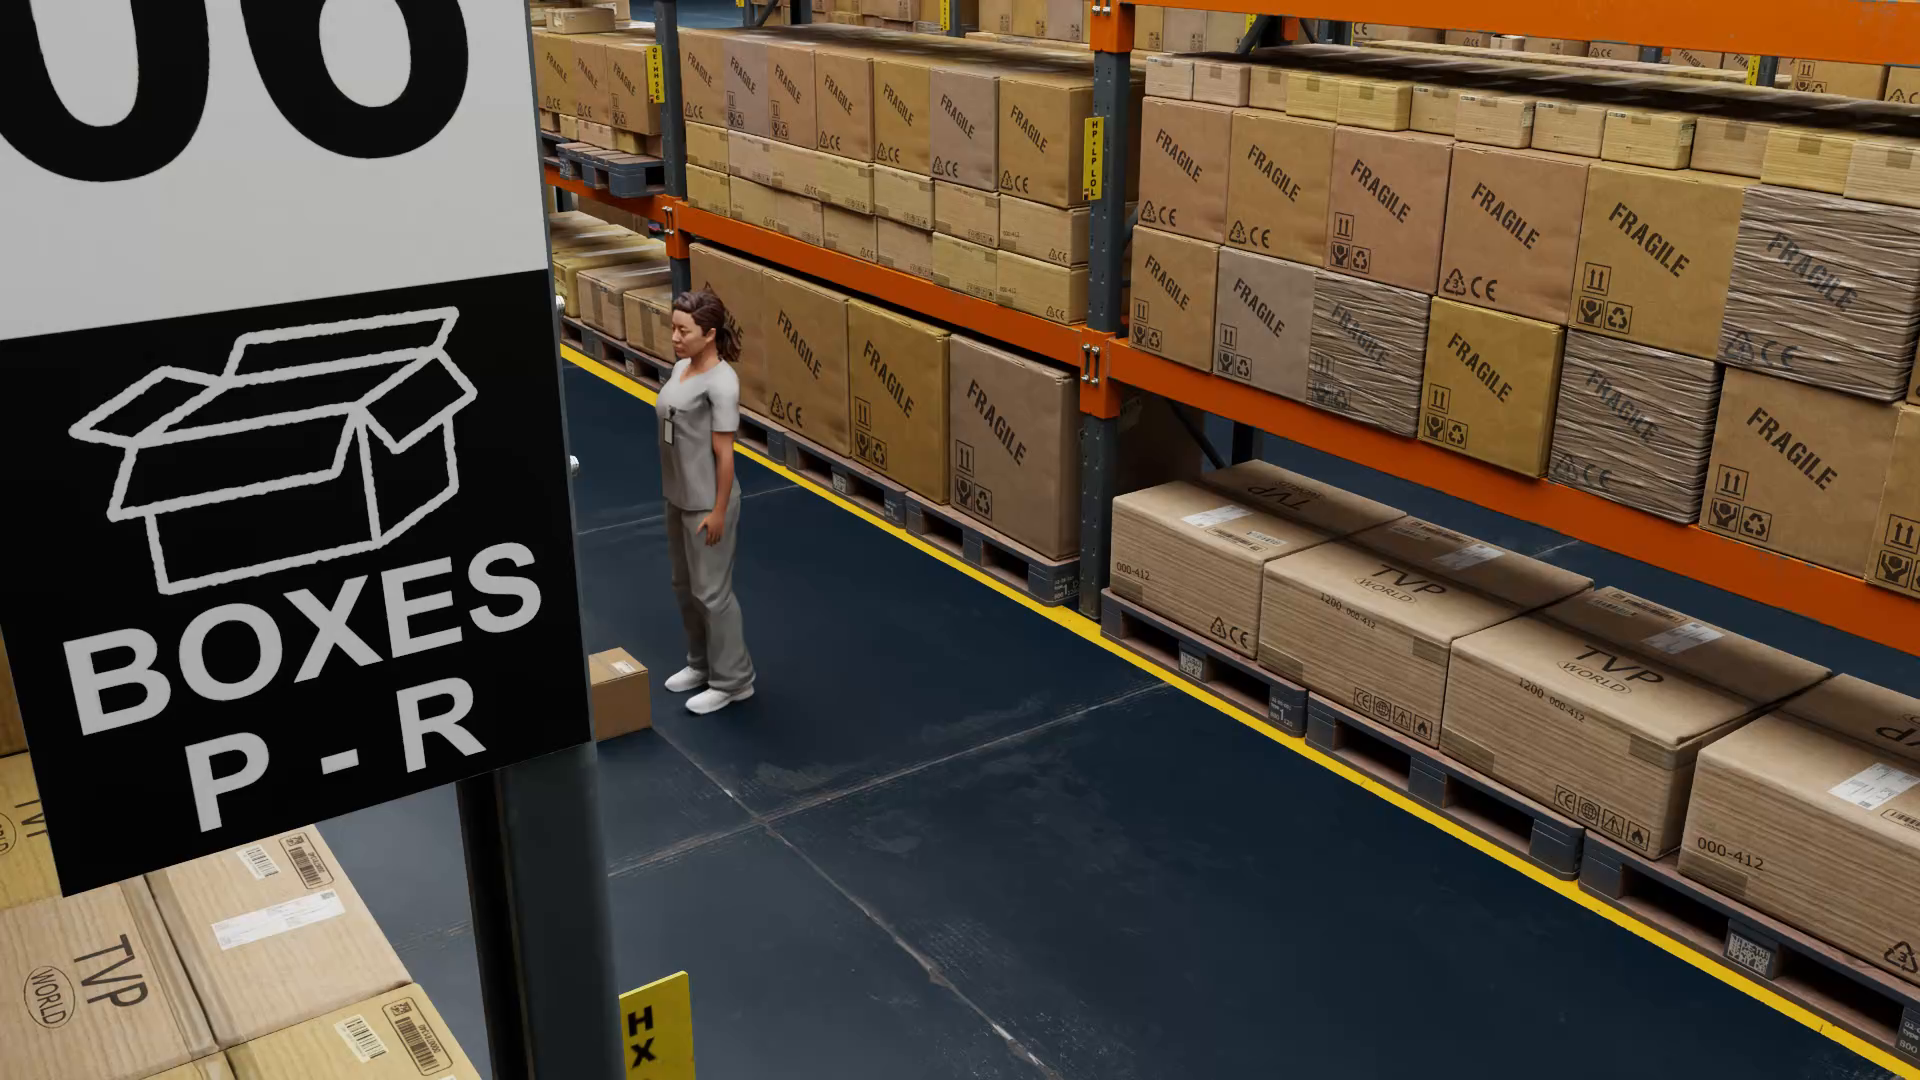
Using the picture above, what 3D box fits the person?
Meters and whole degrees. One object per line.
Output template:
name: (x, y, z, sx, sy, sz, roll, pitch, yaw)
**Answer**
person: (-0.989, -0.147, 6.479, 0.369, 1.674, 0.439, -14, 25, -32)
